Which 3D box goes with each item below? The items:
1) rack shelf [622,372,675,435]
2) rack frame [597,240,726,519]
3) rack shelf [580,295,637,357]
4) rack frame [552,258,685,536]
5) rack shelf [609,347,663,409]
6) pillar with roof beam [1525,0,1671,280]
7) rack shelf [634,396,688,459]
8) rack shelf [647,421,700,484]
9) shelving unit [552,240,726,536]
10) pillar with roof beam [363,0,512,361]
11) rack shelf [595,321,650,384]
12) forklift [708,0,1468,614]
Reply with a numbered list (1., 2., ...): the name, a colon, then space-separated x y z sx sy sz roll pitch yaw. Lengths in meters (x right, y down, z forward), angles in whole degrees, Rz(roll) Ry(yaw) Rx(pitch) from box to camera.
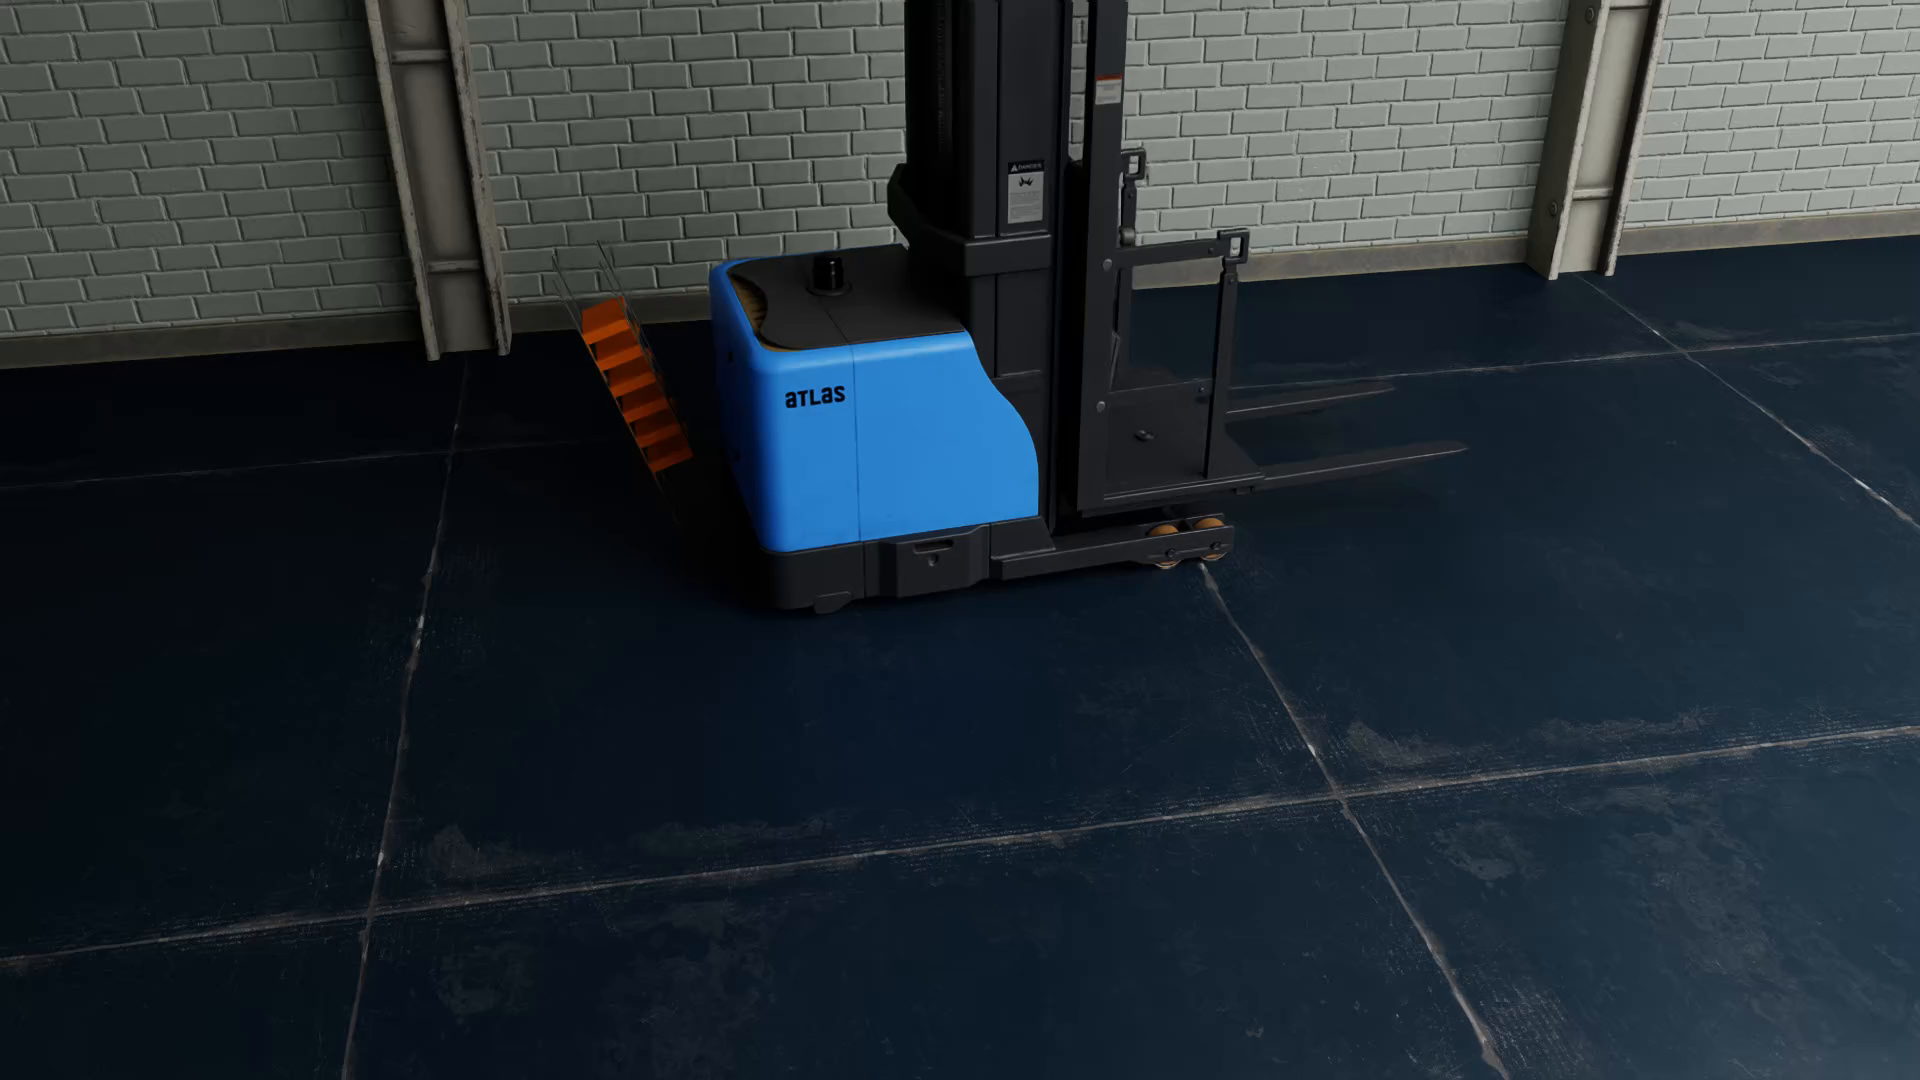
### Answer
1. rack shelf: -1.239 -0.546 6.579 0.180 0.103 0.258 -22 33 -1
2. rack frame: -1.168 -0.615 6.556 0.006 1.200 0.240 -22 33 -1
3. rack shelf: -1.351 -0.827 6.385 0.180 0.103 0.258 -22 33 -1
4. rack frame: -1.337 -0.546 6.554 0.006 1.200 0.240 -22 33 -1
5. rack shelf: -1.276 -0.640 6.514 0.180 0.103 0.258 -22 33 -1
6. pillar with roof beam: 4.195 -3.267 3.428 0.400 9.000 9.100 -5 31 -9
7. rack shelf: -1.201 -0.452 6.644 0.180 0.103 0.258 -22 33 -1
8. rack shelf: -1.163 -0.358 6.709 0.180 0.103 0.258 -22 33 -1
9. shelving unit: -1.252 -0.581 6.555 0.189 1.200 0.258 -22 33 -1
10. pillar with roof beam: -1.706 -2.719 2.497 0.400 9.000 9.100 -5 31 -9
11. rack shelf: -1.314 -0.734 6.450 0.180 0.103 0.258 -22 33 -1
12. forklift: 0.585 -1.402 6.242 3.031 2.935 1.130 -9 32 -14
